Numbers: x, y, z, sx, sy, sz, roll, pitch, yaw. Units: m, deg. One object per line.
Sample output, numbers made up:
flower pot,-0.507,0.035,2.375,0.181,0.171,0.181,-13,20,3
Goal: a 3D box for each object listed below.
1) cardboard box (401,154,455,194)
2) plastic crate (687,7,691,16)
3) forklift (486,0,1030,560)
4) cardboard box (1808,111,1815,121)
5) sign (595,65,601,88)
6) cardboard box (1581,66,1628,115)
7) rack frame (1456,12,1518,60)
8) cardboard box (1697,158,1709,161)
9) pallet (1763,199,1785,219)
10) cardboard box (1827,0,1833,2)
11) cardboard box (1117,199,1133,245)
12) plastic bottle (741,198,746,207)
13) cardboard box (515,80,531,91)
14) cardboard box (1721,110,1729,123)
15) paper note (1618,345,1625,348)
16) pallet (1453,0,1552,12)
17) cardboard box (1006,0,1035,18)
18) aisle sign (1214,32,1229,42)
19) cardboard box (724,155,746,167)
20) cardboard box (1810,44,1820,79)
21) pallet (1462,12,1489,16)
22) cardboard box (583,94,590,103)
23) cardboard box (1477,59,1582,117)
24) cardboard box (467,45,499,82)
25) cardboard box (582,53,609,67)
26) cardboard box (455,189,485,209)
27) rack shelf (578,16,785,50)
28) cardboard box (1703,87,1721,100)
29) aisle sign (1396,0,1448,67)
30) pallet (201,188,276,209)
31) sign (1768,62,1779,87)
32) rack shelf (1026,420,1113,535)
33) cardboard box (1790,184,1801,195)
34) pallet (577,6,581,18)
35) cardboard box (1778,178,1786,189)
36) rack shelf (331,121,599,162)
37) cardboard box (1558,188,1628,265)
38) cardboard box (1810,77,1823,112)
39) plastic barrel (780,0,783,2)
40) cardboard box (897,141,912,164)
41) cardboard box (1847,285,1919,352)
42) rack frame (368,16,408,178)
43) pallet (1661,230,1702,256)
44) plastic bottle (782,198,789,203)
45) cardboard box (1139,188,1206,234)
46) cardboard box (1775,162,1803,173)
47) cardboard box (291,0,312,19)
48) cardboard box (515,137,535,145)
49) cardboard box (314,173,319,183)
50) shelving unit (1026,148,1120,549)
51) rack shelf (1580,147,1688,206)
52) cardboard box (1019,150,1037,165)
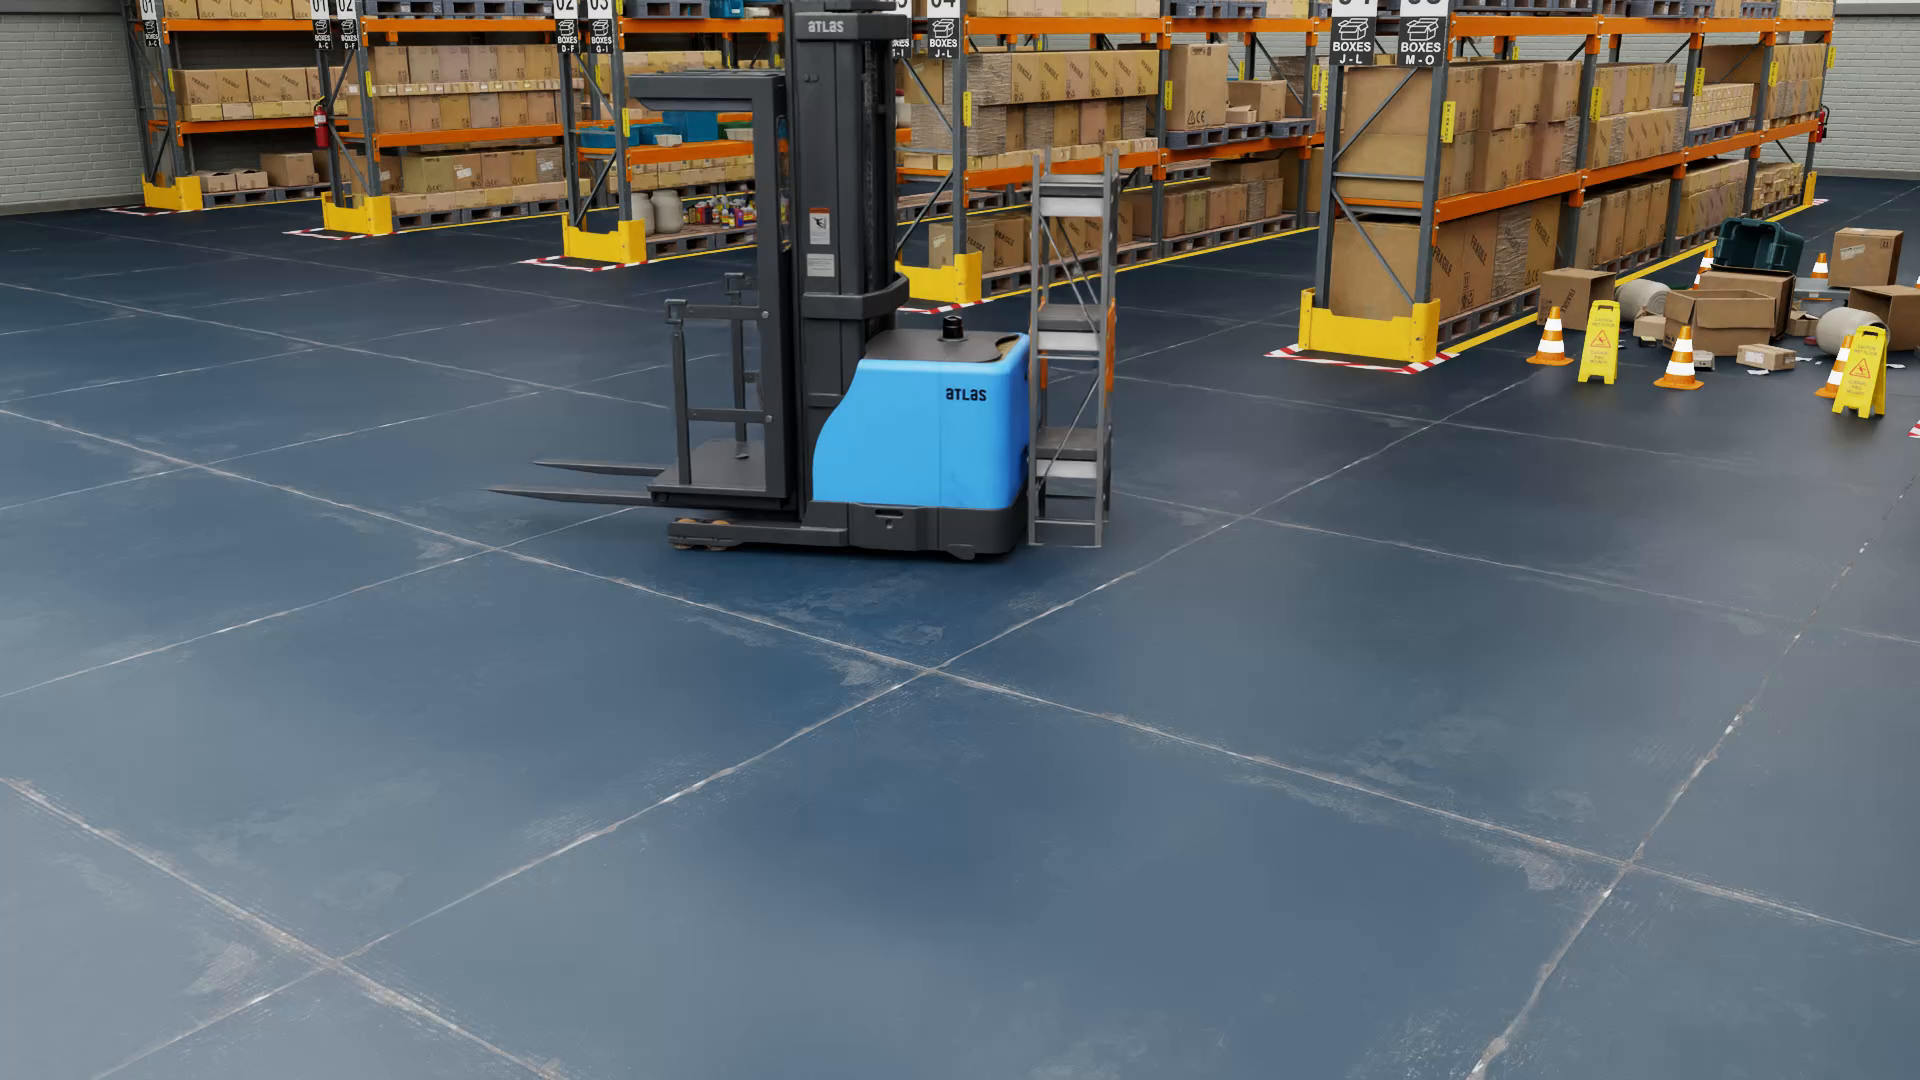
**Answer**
cardboard box,-7.526,-5.179,23.528,0.500,0.500,0.500,12,21,35
plastic crate,-3.451,-6.782,20.995,0.392,0.384,0.575,12,21,35
forklift,-1.136,-1.488,9.094,3.031,2.935,1.130,3,18,10
cardboard box,13.122,-6.637,25.983,0.380,0.149,0.250,12,21,35
sign,-5.491,-7.032,25.238,0.100,0.325,0.005,12,21,35
cardboard box,6.837,-4.914,18.157,0.700,0.500,0.500,13,21,35
rack frame,9.166,-7.785,29.256,1.000,3.000,0.127,12,21,35
cardboard box,10.053,-5.168,23.069,0.500,0.250,0.500,11,21,32
pallet,11.804,-5.058,25.177,1.003,0.211,1.213,12,21,35
cardboard box,13.019,-8.330,25.362,0.500,0.250,0.500,12,21,33
cardboard box,1.745,-3.846,20.077,0.500,0.500,0.500,12,21,33
plastic bottle,-2.946,-4.504,22.549,0.097,0.271,0.097,0,17,0
cardboard box,-6.535,-6.692,24.472,0.380,0.149,0.250,12,21,34
cardboard box,9.855,-5.572,21.845,0.380,0.149,0.250,14,22,37
paper note,5.829,-1.719,14.730,0.142,0.017,0.144,-11,20,-32
pallet,4.716,-4.935,15.168,1.003,0.211,1.213,12,21,35
cardboard box,0.430,-5.528,17.184,0.500,0.250,0.500,12,21,33
aisle sign,4.993,-9.972,31.913,0.394,0.787,0.004,12,21,35
cardboard box,-3.973,-6.493,28.079,0.500,0.311,0.500,12,21,34
cardboard box,12.714,-7.279,25.268,0.500,0.500,0.500,12,21,33
pallet,8.006,-8.705,27.310,1.003,0.211,1.213,12,21,35
cardboard box,-7.153,-8.433,31.731,0.380,0.149,0.250,12,21,34
cardboard box,5.692,-4.532,16.707,0.875,0.550,0.550,12,21,35
cardboard box,-7.094,-6.881,23.987,0.700,0.500,0.500,12,21,35
cardboard box,-7.040,-9.133,31.627,0.500,0.250,0.500,13,22,36
cardboard box,-7.230,-4.941,24.024,0.500,0.250,0.500,12,21,35
rack shelf,-3.153,-6.415,20.999,1.077,0.370,4.000,12,21,35
cardboard box,9.535,-5.733,21.361,0.380,0.149,0.250,13,22,36
aisle sign,3.754,-4.246,13.474,0.394,0.787,0.004,12,21,35
pallet,-11.744,-5.474,26.515,1.003,0.211,1.213,12,21,35
sign,11.154,-6.388,22.804,0.100,0.325,0.005,12,21,35
rack shelf,0.614,-0.354,9.249,0.431,0.518,0.480,3,17,9
cardboard box,12.871,-5.483,25.940,0.380,0.149,0.250,13,22,36
pallet,-5.423,-8.232,25.960,0.805,0.209,1.217,11,21,33
cardboard box,12.230,-5.382,25.116,0.380,0.149,0.250,14,22,37
rack shelf,-7.129,-5.859,24.265,1.077,0.370,4.000,12,21,35
cardboard box,6.815,-3.546,18.689,1.050,0.750,0.750,12,21,35
cardboard box,13.028,-6.922,25.806,0.500,0.500,0.500,13,21,36
plastic barrel,-2.376,-7.421,22.129,0.421,0.512,0.421,0,17,0
cardboard box,-1.235,-7.432,31.592,0.500,0.500,0.500,12,21,34
cardboard box,8.244,-1.969,14.736,0.500,0.500,0.500,-4,18,-13
rack frame,-9.918,-7.553,28.508,1.000,3.000,0.127,12,21,35
pallet,8.789,-3.834,21.233,1.003,0.211,1.213,12,21,35
plastic bottle,-2.362,-4.482,22.470,0.152,0.276,0.135,12,21,35
cardboard box,2.698,-4.196,21.172,0.700,0.500,0.500,12,21,34
cardboard box,12.977,-5.837,26.079,0.380,0.149,0.250,13,21,35
cardboard box,-10.632,-8.622,26.691,0.500,0.500,0.500,11,21,33
cardboard box,-8.322,-7.239,30.971,0.700,0.500,0.500,12,21,35
cardboard box,-10.887,-6.024,27.651,0.380,0.149,0.250,10,20,30
shelving unit,0.614,-1.035,9.037,0.431,2.100,0.503,3,17,9
rack shelf,7.131,-4.160,18.793,1.077,0.370,4.000,12,21,35
cardboard box,0.606,-4.115,17.860,0.380,0.149,0.250,12,21,35
